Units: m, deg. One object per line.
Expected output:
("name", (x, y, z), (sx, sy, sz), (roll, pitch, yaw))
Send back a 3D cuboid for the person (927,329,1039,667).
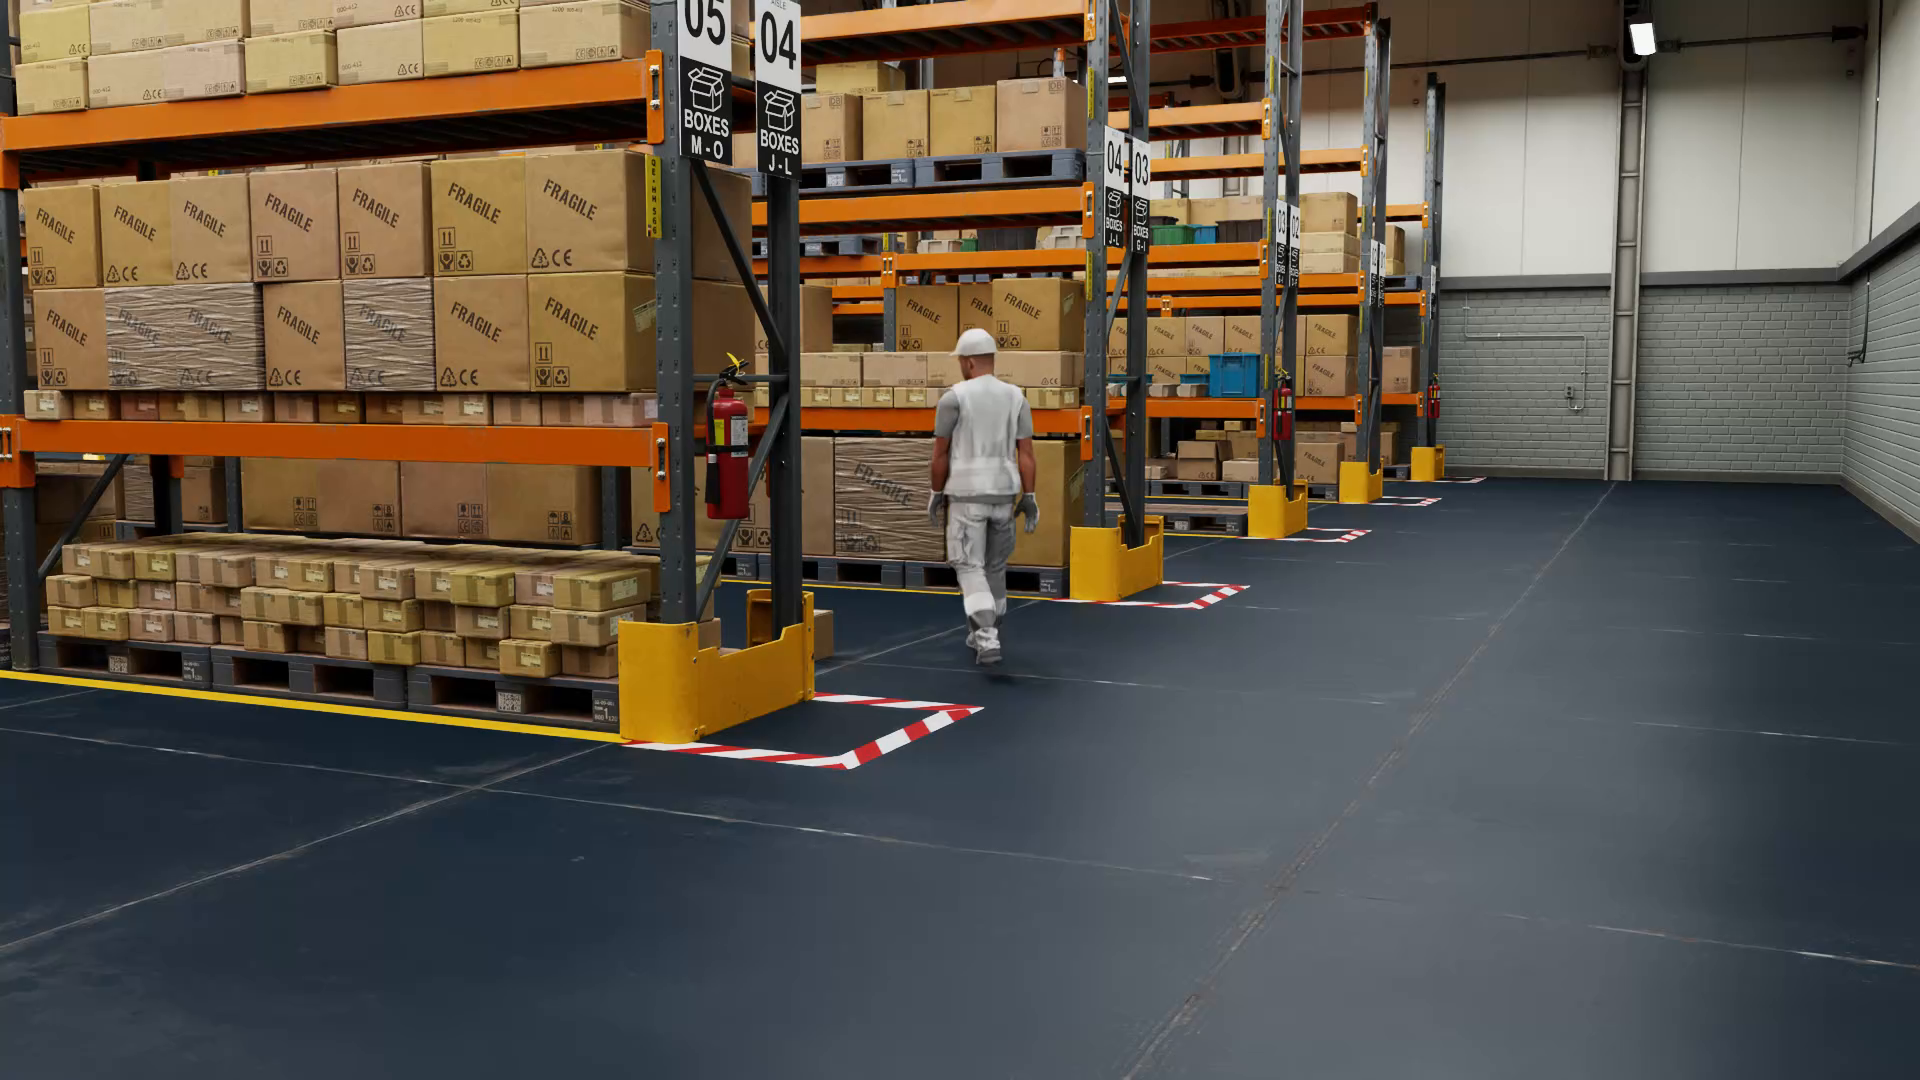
("person", (0.119, -0.216, 8.675), (0.574, 1.755, 0.934), (-2, 6, -22))
